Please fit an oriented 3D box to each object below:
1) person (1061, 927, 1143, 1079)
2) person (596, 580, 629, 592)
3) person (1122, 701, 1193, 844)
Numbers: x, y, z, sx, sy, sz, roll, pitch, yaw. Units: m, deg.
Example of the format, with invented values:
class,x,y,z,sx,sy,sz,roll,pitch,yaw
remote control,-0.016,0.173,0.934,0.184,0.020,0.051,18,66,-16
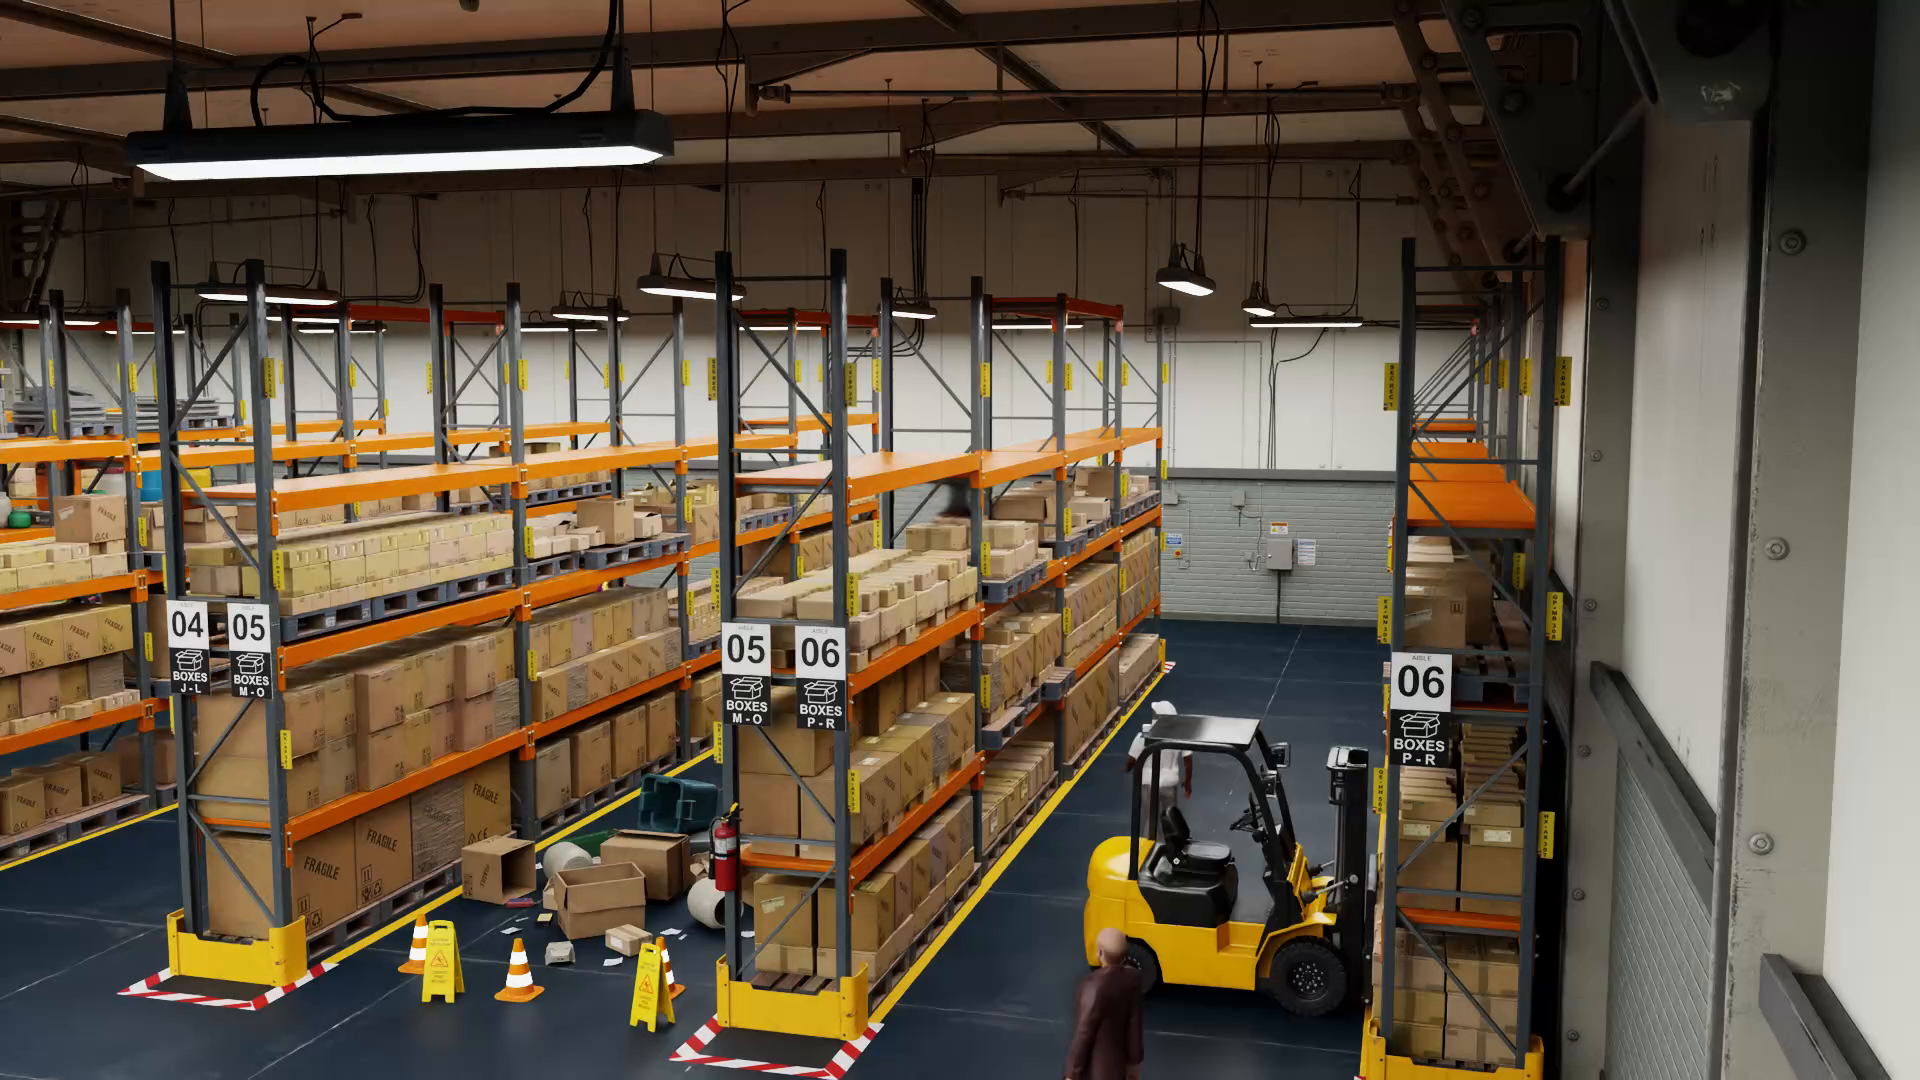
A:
class,x,y,z,sx,sy,sz,roll,pitch,yaw
person,0.905,3.220,10.184,0.949,1.755,0.537,0,6,1
person,-5.916,1.326,28.304,0.752,1.741,1.003,2,6,15
person,2.012,2.531,17.081,0.744,1.782,0.622,1,6,12
